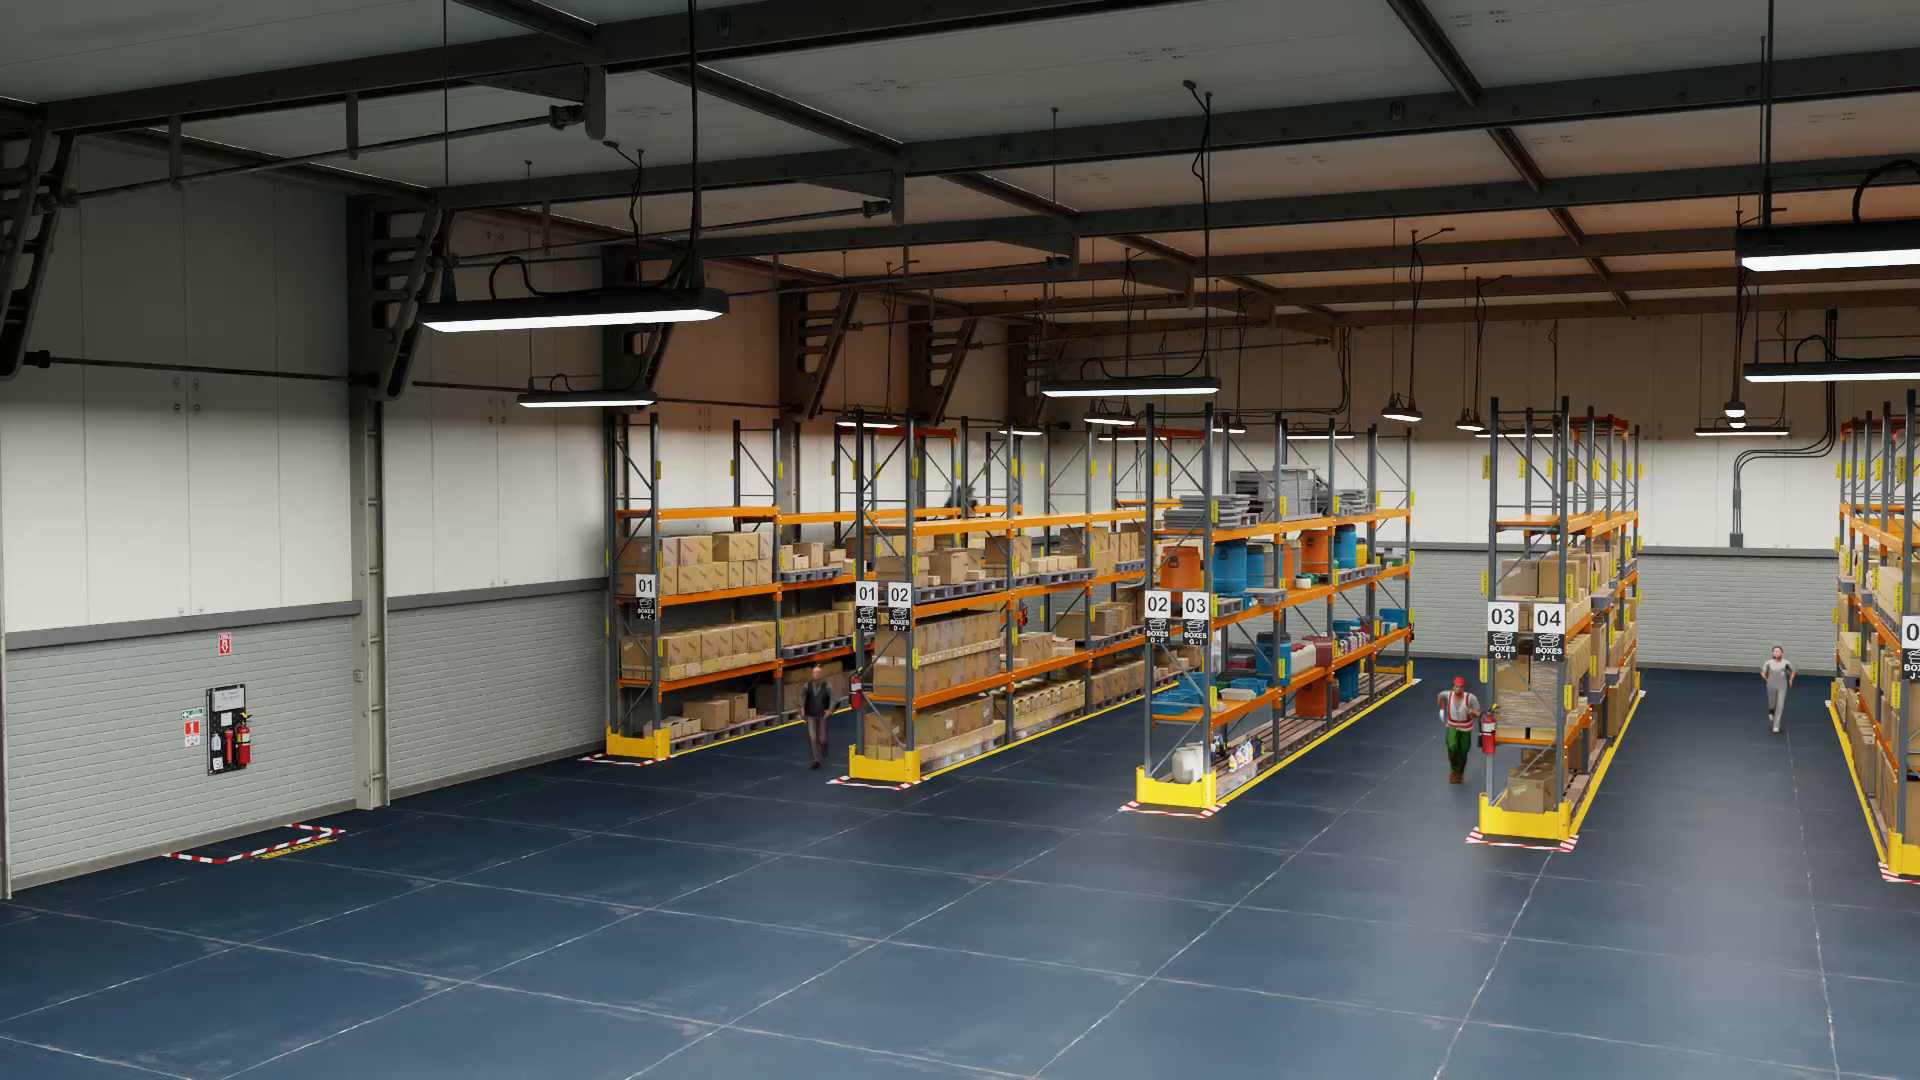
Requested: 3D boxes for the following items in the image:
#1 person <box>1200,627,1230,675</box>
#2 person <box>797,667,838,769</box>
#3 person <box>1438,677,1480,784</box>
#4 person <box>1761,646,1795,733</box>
[{"bbox_3d":[5.627,2.571,36.722,0.663,1.831,0.758,0,2,12],"label":"person"},{"bbox_3d":[-2.415,2.982,28.116,0.699,1.675,0.771,0,2,1],"label":"person"},{"bbox_3d":[7.914,3.009,26.383,0.645,1.719,0.924,1,3,17],"label":"person"},{"bbox_3d":[15.680,2.850,31.874,0.582,1.639,0.901,1,3,25],"label":"person"}]
